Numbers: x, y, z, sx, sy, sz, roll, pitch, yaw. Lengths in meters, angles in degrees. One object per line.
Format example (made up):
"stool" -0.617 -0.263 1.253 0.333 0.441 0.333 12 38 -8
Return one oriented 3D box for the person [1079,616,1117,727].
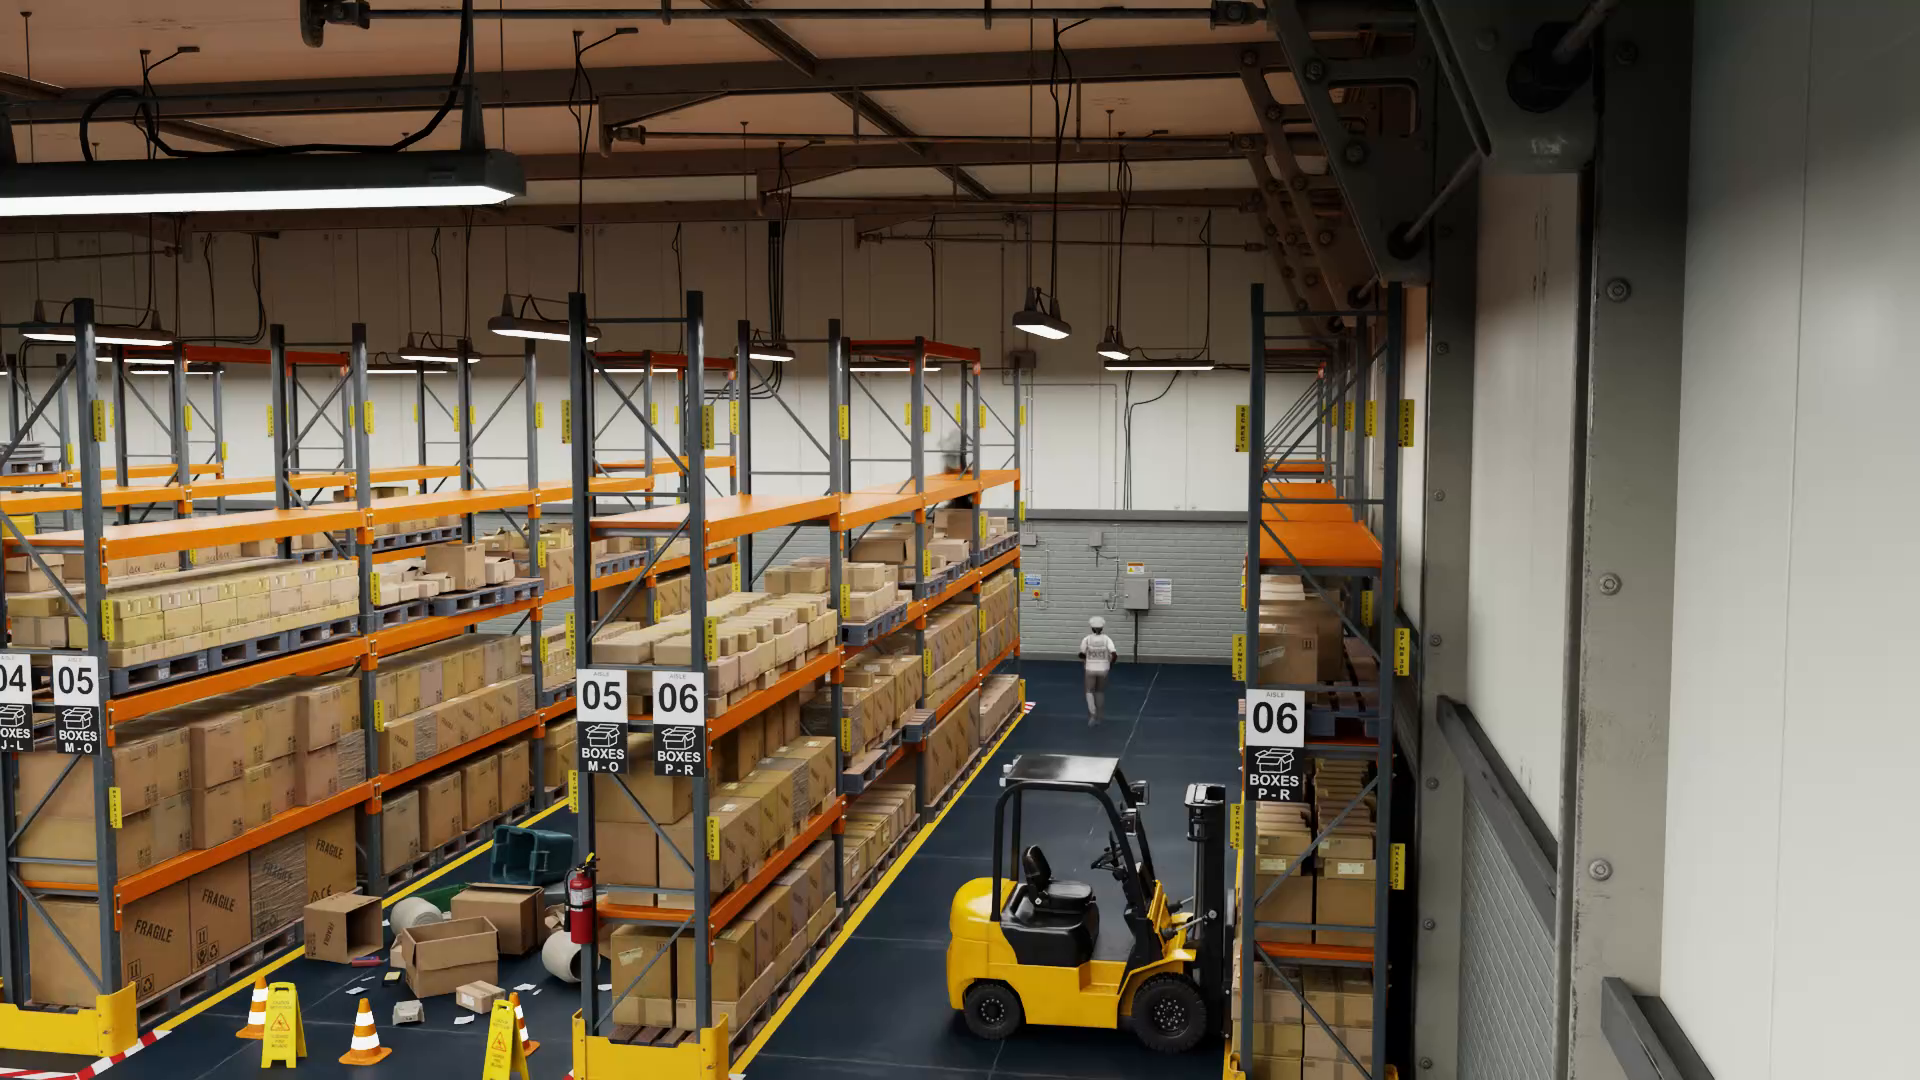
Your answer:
"person" 2.098 2.000 25.409 0.584 1.677 0.677 0 5 0
